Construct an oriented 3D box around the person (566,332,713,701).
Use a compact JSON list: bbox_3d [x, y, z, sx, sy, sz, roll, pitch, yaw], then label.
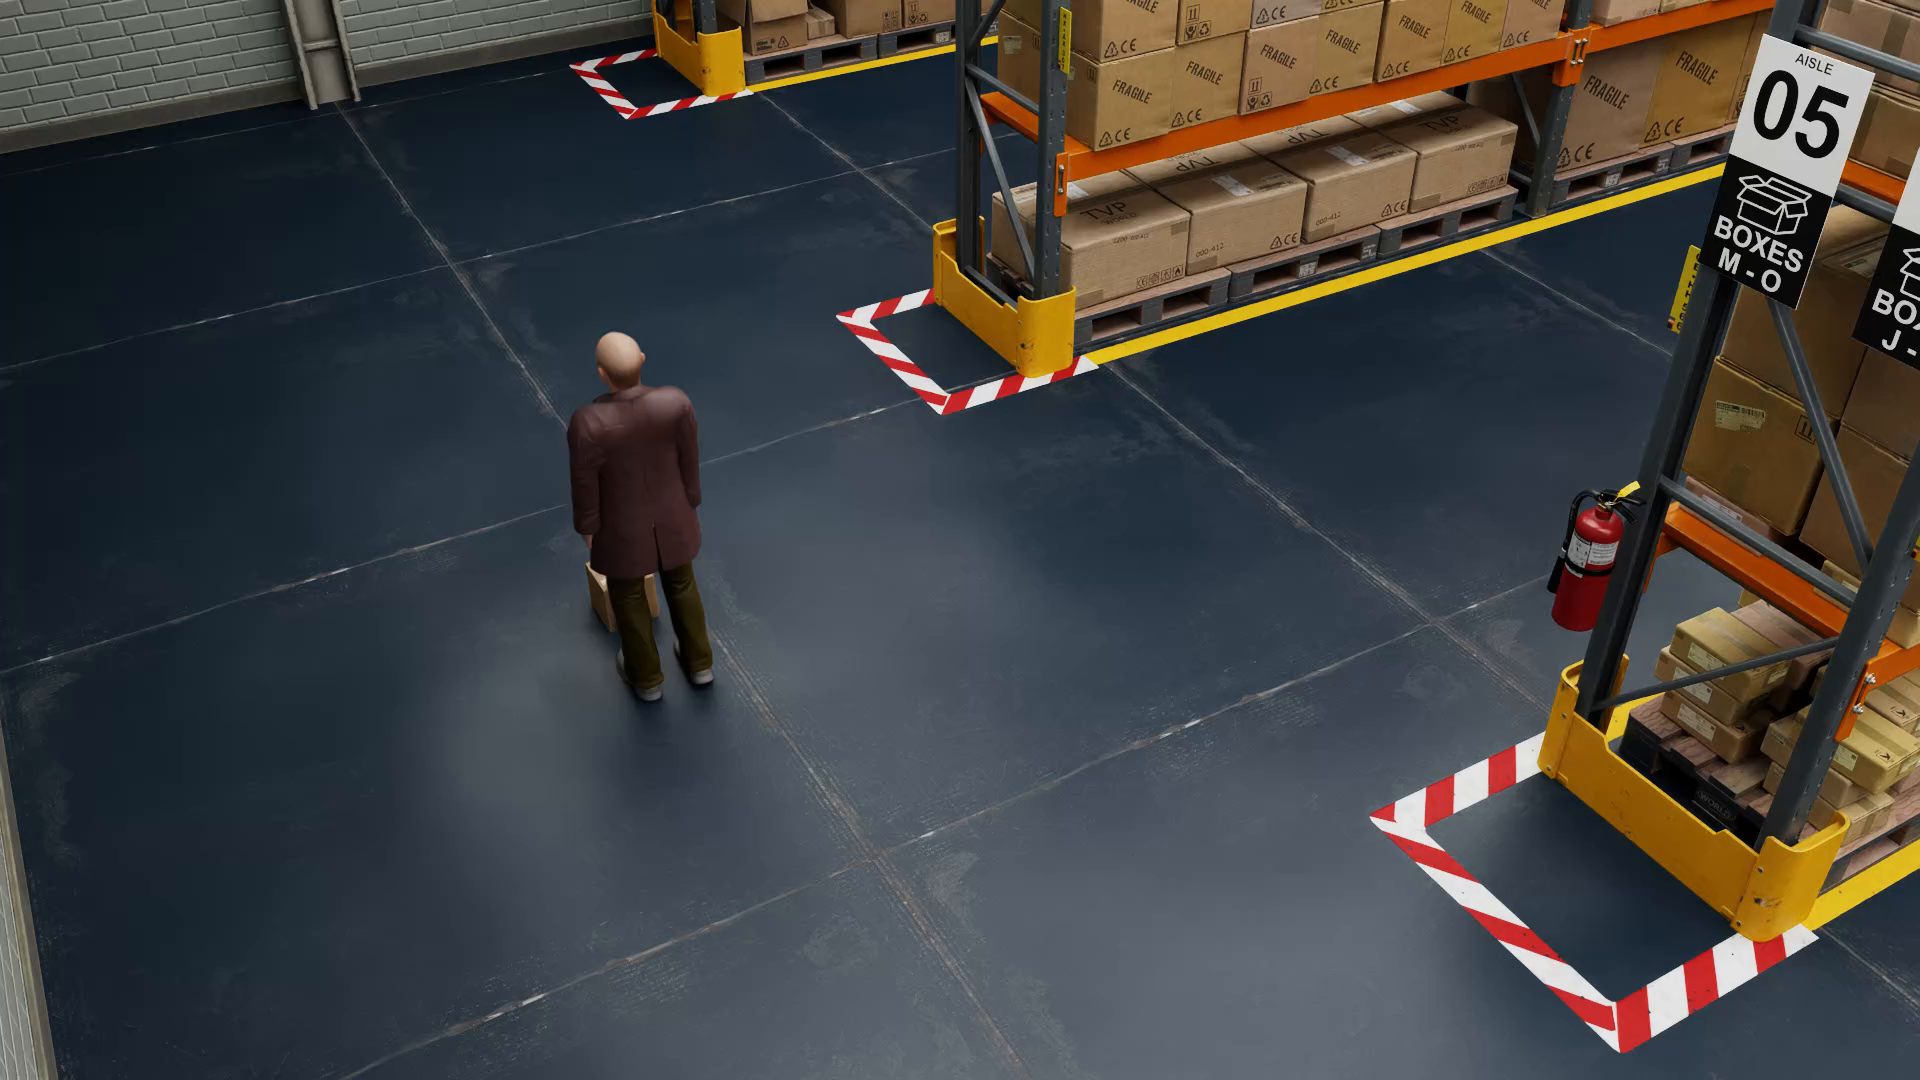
[{"bbox_3d":[-1.369,-0.097,7.091,0.561,1.793,0.389,-18,40,-23],"label":"person"}]
